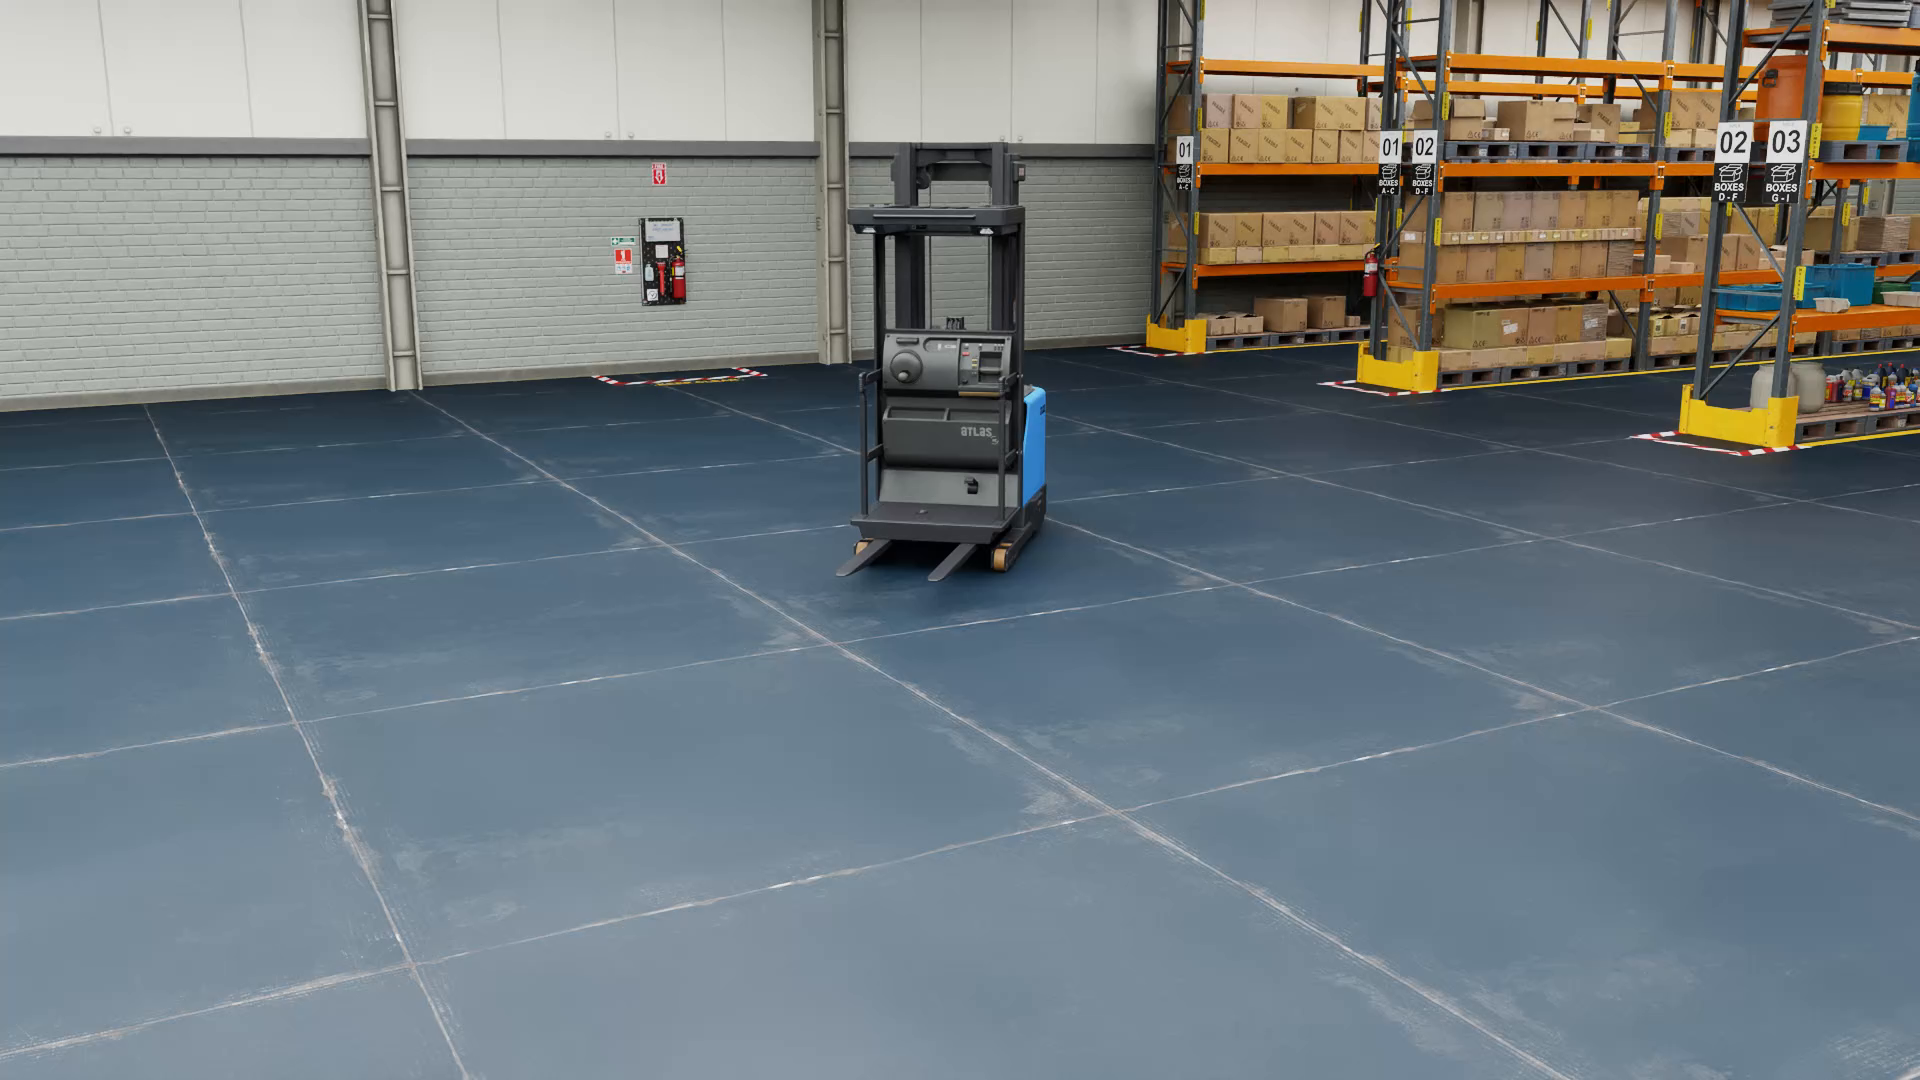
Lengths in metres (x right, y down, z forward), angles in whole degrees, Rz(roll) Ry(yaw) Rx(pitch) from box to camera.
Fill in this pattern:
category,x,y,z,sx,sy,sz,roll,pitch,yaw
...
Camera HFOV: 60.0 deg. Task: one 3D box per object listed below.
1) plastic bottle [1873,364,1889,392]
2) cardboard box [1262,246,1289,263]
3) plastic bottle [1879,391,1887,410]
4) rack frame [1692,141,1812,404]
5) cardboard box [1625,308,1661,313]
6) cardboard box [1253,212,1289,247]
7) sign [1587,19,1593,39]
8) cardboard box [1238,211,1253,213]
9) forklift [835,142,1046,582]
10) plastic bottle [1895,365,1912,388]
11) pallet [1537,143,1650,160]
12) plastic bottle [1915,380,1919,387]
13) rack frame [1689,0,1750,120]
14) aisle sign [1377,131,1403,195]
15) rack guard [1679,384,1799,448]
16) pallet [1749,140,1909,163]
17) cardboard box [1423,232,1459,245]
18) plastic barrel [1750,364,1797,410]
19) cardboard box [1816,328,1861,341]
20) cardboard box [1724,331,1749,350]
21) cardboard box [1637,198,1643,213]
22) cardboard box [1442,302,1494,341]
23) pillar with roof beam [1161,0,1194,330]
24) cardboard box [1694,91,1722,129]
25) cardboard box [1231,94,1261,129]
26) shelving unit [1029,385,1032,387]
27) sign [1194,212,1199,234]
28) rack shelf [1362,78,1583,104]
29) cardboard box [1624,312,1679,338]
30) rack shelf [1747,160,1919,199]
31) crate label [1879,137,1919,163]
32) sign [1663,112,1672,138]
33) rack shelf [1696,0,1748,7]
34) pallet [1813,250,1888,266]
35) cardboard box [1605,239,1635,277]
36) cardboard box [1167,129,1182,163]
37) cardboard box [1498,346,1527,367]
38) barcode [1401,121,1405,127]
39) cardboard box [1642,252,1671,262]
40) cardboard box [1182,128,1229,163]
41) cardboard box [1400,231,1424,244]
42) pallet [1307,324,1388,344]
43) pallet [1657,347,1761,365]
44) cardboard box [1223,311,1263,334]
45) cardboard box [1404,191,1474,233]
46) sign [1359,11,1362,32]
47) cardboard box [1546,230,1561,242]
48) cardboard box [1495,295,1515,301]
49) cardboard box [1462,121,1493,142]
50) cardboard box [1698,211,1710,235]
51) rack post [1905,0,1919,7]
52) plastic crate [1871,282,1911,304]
category,x,y,z,sx,sy,sz,roll,pitch,yaw
plastic bottle,10.452,-1.820,18.893,0.185,0.351,0.144,-8,15,-30
cardboard box,4.746,-4.447,25.833,0.500,0.250,0.500,-7,15,-29
plastic bottle,9.845,-1.492,17.779,0.097,0.201,0.097,0,13,0
rack frame,8.014,-2.501,16.891,0.127,3.000,1.000,-7,14,-28
cardboard box,9.826,-3.168,23.882,0.500,0.311,0.500,-6,14,-26
cardboard box,4.725,-4.808,25.731,0.500,0.500,0.500,-7,15,-30
sign,10.557,-8.570,27.885,0.005,0.325,0.100,-7,14,-28
cardboard box,4.477,-4.910,26.181,0.500,0.500,0.500,-7,15,-29
forklift,-0.136,-1.296,11.692,1.130,2.935,3.031,3,13,12
plastic bottle,10.686,-1.812,18.858,0.185,0.351,0.144,-7,14,-28
pallet,8.418,-5.202,22.264,1.213,0.211,1.003,-7,14,-28
plastic bottle,10.501,-1.614,18.151,0.135,0.276,0.152,-7,14,-27
rack frame,13.800,-8.600,30.326,0.127,3.000,1.000,-7,14,-28
aisle sign,5.445,-4.774,21.070,0.004,0.787,0.394,-7,14,-28
rack guard,8.058,-1.299,17.242,0.348,0.500,1.175,-7,14,-28
pallet,8.787,-3.941,16.886,1.213,0.211,1.003,-7,14,-28
cardboard box,6.091,-3.821,21.052,0.250,0.149,0.380,-7,14,-28
plastic barrel,8.555,-1.576,17.491,0.421,0.512,0.421,0,13,0
cardboard box,13.202,-3.286,25.069,0.500,0.500,0.500,-6,14,-25
cardboard box,10.977,-2.897,23.956,0.500,0.250,0.500,-7,14,-27
cardboard box,11.719,-5.930,29.467,0.500,0.250,0.500,-7,14,-27
cardboard box,6.842,-2.907,22.294,0.500,0.500,0.500,-7,14,-28
pillar with roof beam,5.529,-6.748,22.098,0.400,9.000,9.100,-7,14,-28
cardboard box,10.204,-5.960,23.104,0.500,0.500,0.500,-5,14,-22
cardboard box,4.186,-6.457,25.086,0.500,0.500,0.500,-7,14,-29
shelving unit,0.418,-0.731,13.465,0.215,1.050,0.252,11,17,41
sign,3.527,-4.728,24.815,0.005,0.325,0.100,-7,14,-28
rack shelf,8.533,-7.422,27.644,4.000,0.370,1.077,-7,14,-28
cardboard box,9.637,-3.009,23.179,0.500,0.311,0.500,-7,14,-28
rack shelf,9.769,-3.824,17.576,4.000,0.370,1.077,-7,14,-28
crate label,9.815,-4.025,17.170,0.408,0.251,0.502,-7,14,-28
sign,9.422,-5.524,22.135,0.005,0.325,0.100,-7,14,-28
rack shelf,12.044,-9.660,29.105,4.000,0.370,1.077,-7,14,-28
pallet,13.227,-4.289,25.272,1.003,0.211,1.213,-7,14,-28
cardboard box,8.768,-3.878,22.781,0.500,0.500,0.700,-7,15,-29
cardboard box,3.512,-6.025,25.444,0.500,0.500,0.500,-6,14,-24
cardboard box,7.097,-2.439,21.921,0.500,0.250,0.500,-7,14,-28
barcode,5.677,-5.327,21.296,0.075,0.075,0.001,-7,14,-28
cardboard box,9.838,-3.939,23.588,0.258,0.266,0.396,-7,15,-29
cardboard box,3.680,-5.919,24.975,0.500,0.500,0.500,-6,14,-26
cardboard box,5.888,-3.898,21.394,0.250,0.149,0.380,-7,15,-29
pallet,6.205,-3.393,27.207,1.213,0.211,1.003,-7,14,-28
pallet,10.855,-2.731,24.263,1.213,0.211,1.003,-7,14,-28
cardboard box,4.418,-3.429,26.135,0.500,0.311,0.500,-6,14,-23
cardboard box,6.106,-4.190,21.213,0.500,0.500,0.700,-7,14,-28
sign,6.507,-8.397,26.939,0.005,0.325,0.100,-7,14,-28
cardboard box,7.672,-4.011,21.893,0.250,0.149,0.380,-6,14,-26
cardboard box,9.174,-4.130,28.818,0.500,0.500,0.700,-7,14,-28
cardboard box,6.528,-5.292,21.524,0.500,0.250,0.500,-7,14,-28
cardboard box,13.515,-5.779,30.507,0.500,0.500,0.500,-7,15,-29
rack post,9.699,-5.601,17.173,0.954,0.300,0.937,-7,15,-29
plastic crate,10.198,-2.730,18.392,0.662,0.188,0.450,-7,14,-28
